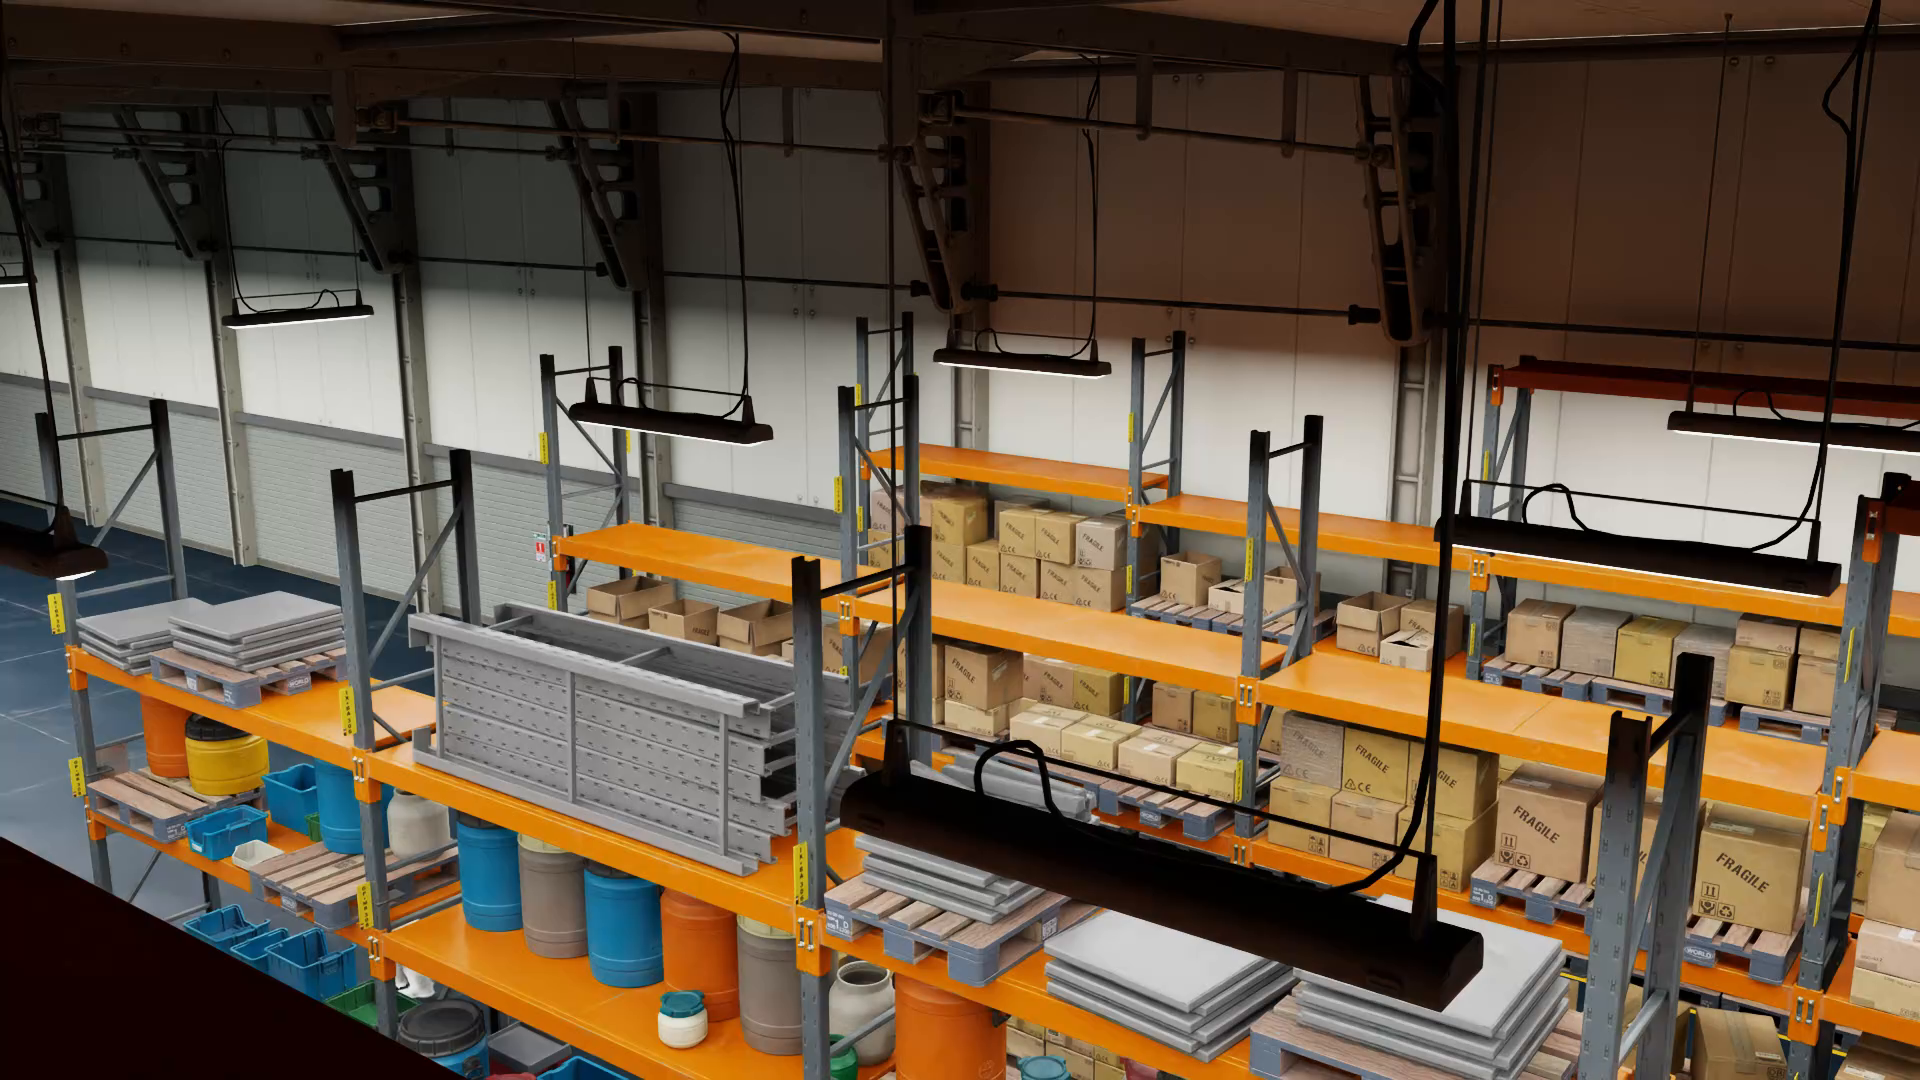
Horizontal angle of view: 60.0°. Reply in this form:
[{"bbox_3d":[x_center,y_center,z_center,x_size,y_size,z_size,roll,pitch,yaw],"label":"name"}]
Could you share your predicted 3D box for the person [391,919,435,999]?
[{"bbox_3d":[-5.426,3.569,16.003,0.709,1.813,0.631,3,13,11],"label":"person"}]
